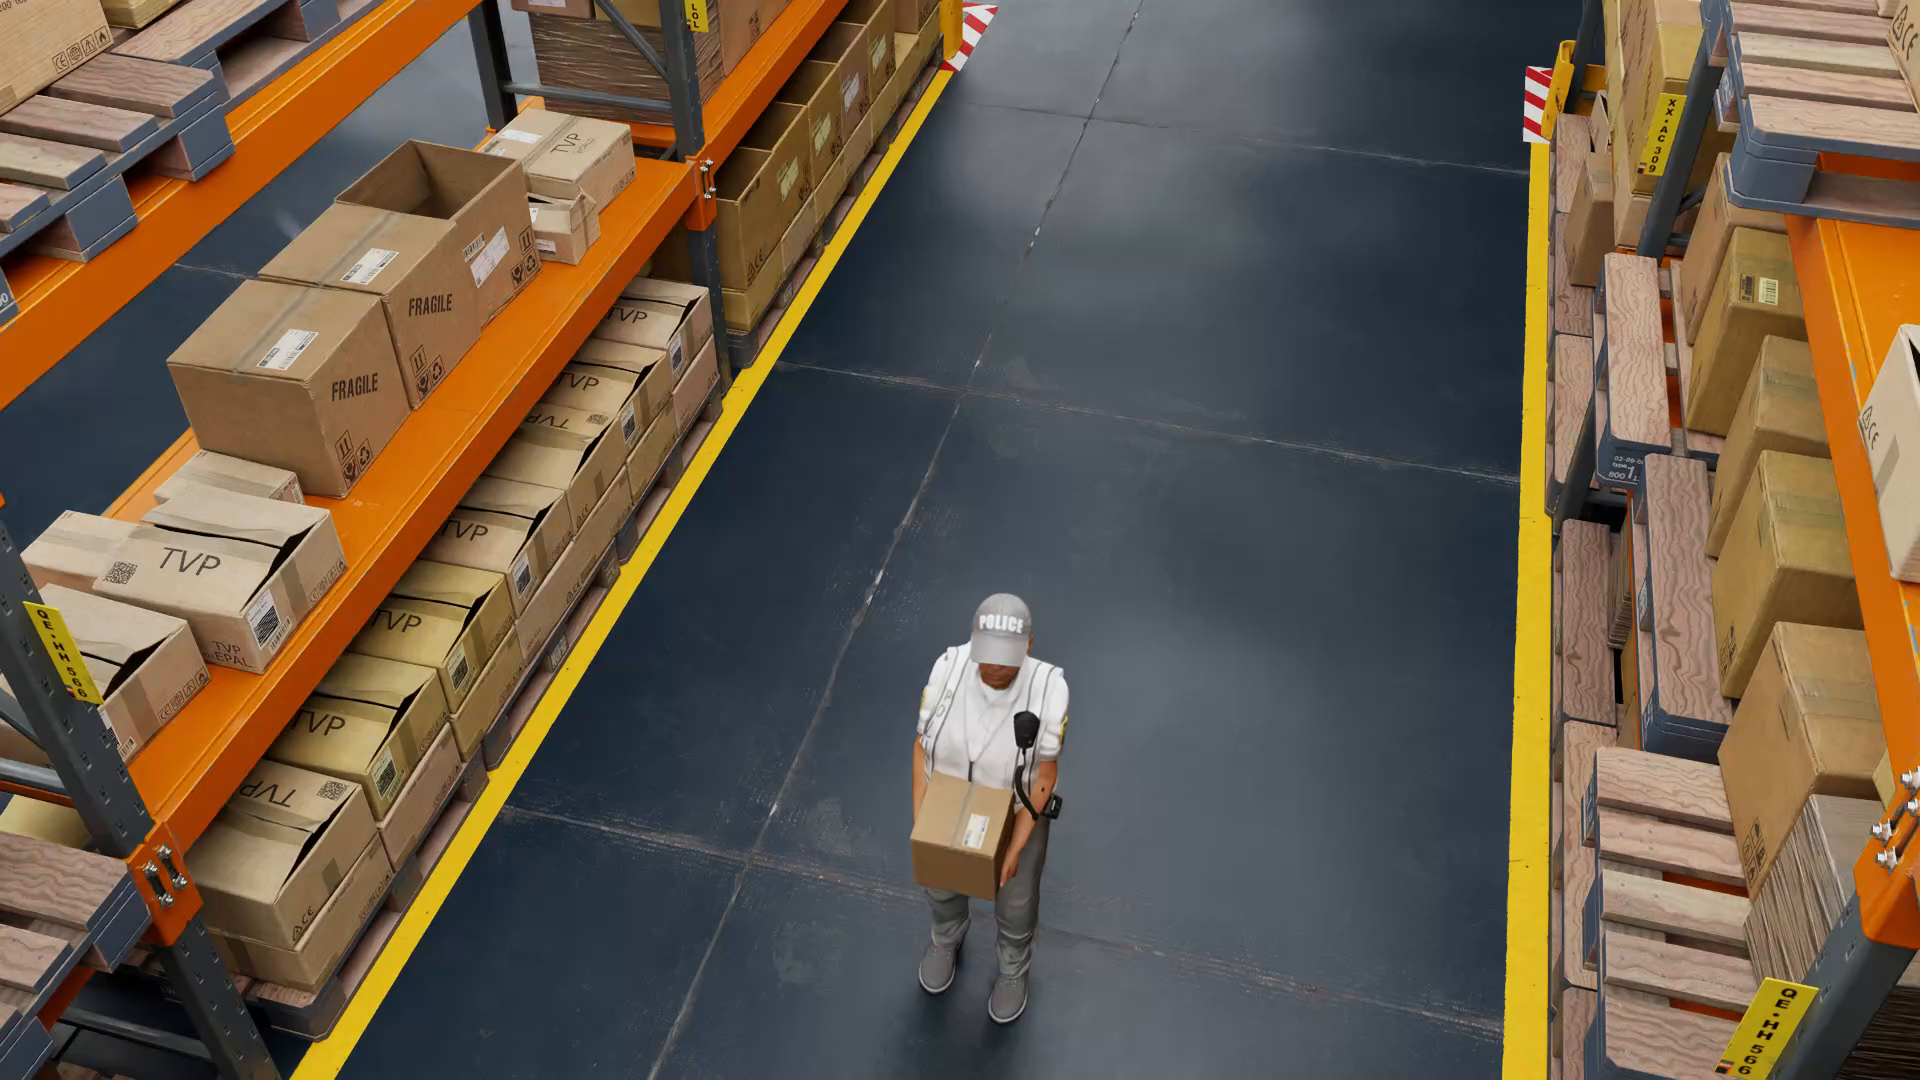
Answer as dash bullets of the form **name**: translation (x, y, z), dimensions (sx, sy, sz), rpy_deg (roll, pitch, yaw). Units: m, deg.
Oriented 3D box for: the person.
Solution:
- **person**: translation (0.072, 0.878, 5.164), dimensions (0.452, 1.653, 0.534), rpy_deg (10, 42, 12)
